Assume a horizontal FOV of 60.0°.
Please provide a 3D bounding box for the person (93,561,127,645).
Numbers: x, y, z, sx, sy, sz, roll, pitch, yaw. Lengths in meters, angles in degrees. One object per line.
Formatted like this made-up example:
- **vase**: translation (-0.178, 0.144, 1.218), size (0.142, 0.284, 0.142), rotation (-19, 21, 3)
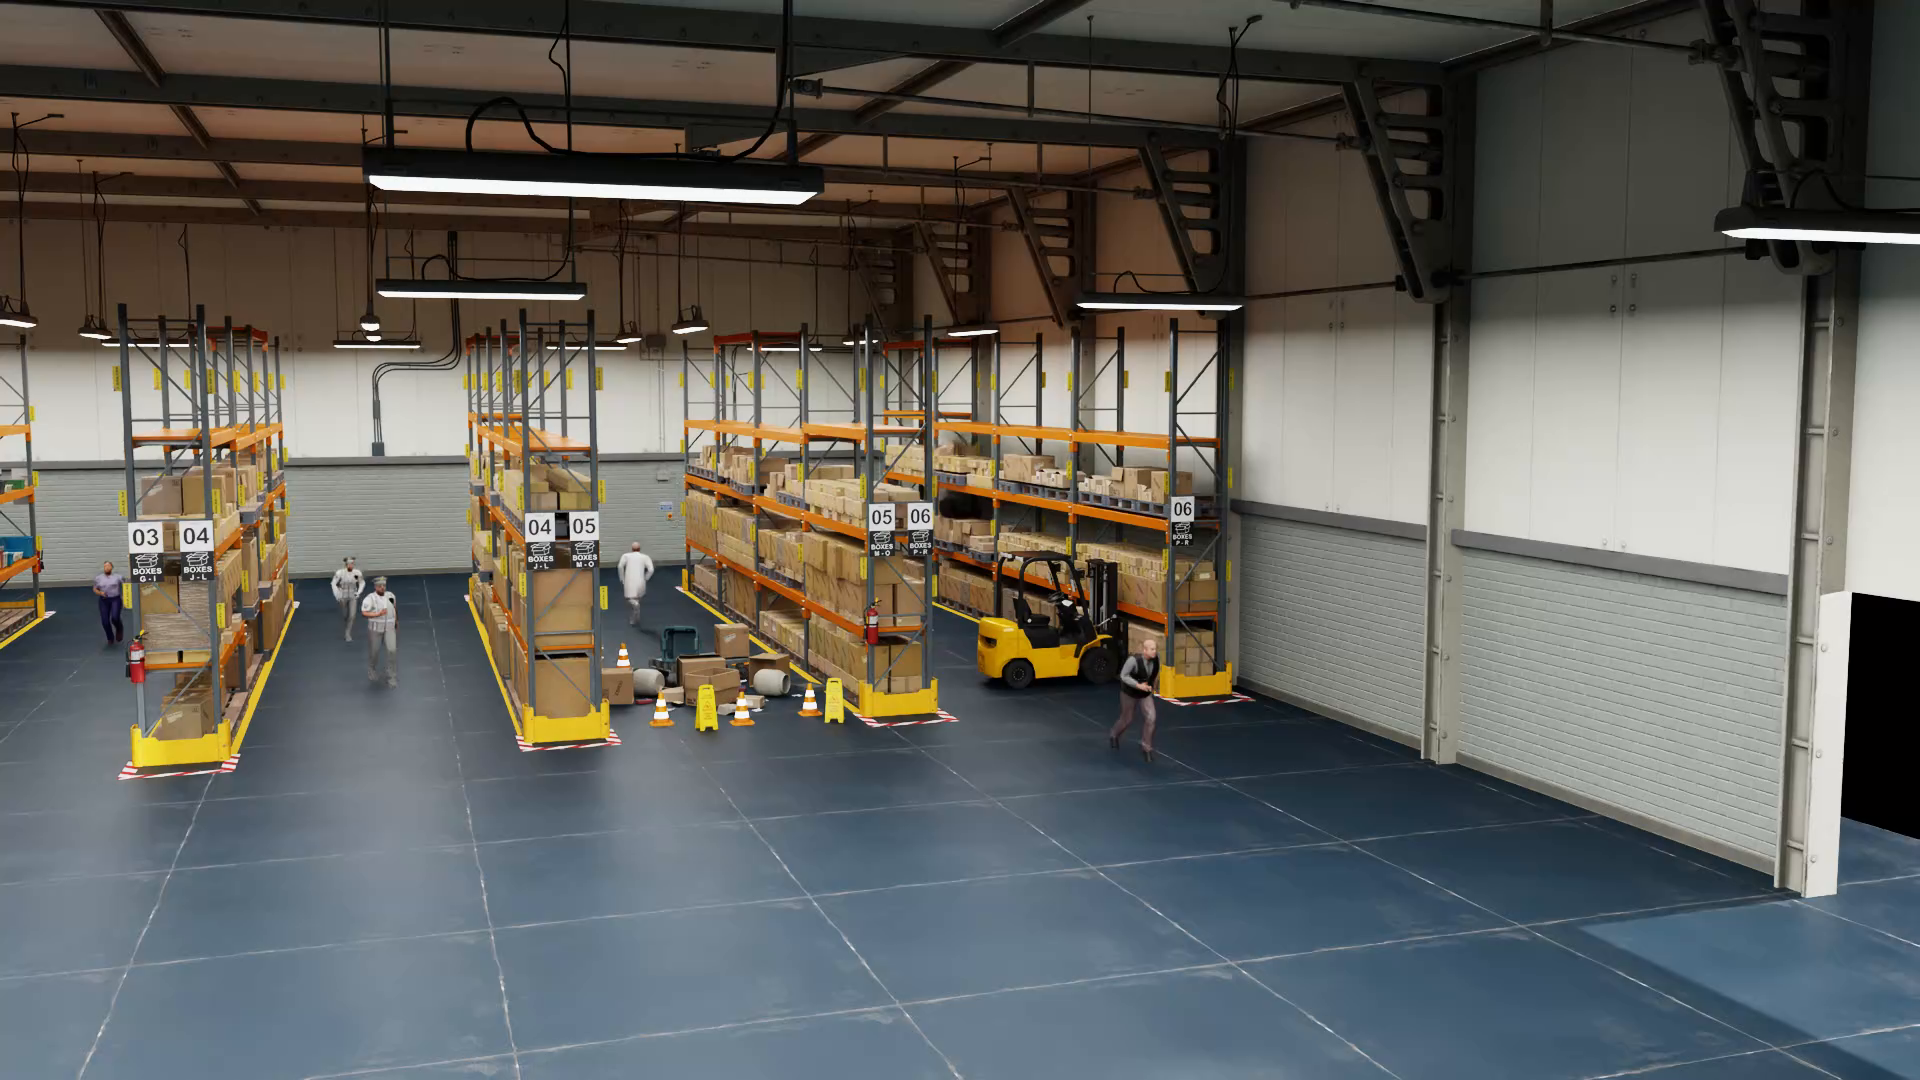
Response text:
- **person**: translation (-16.154, 1.201, 31.611), size (0.591, 1.609, 0.577), rotation (-2, 6, -18)

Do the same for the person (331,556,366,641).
- **person**: translation (-11.945, 1.129, 32.500), size (0.633, 1.671, 0.784), rotation (-2, 6, -22)

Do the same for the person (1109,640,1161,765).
- **person**: translation (2.324, 2.110, 22.180), size (0.700, 1.684, 0.991), rotation (-3, 6, -31)

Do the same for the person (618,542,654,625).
- **person**: translation (-6.640, 0.934, 34.075), size (0.725, 1.763, 0.828), rotation (-2, 6, -20)

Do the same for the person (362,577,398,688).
- **person**: translation (-9.597, 1.496, 27.541), size (0.641, 1.816, 0.915), rotation (-4, 7, -35)
